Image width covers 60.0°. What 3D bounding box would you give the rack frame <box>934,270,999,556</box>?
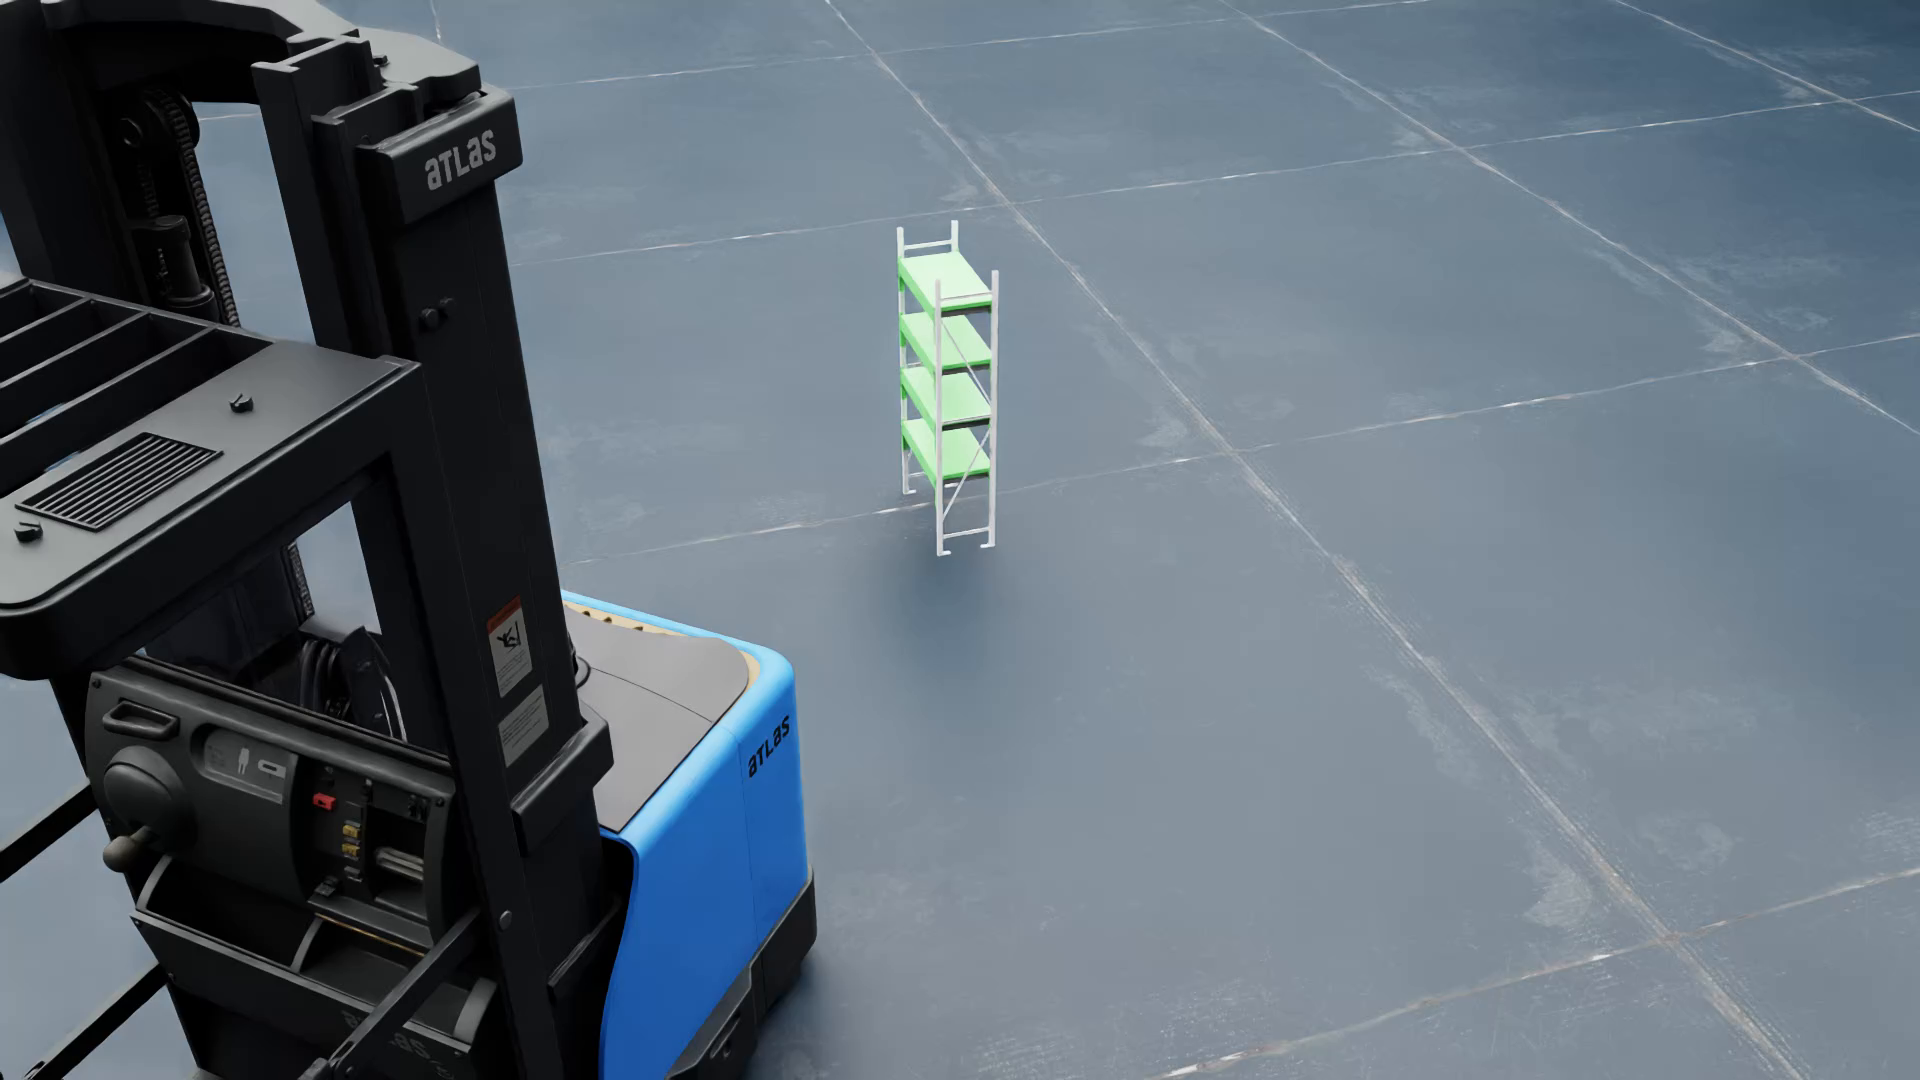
[{"bbox_3d":[0.024,-0.459,6.357,0.240,1.200,0.015,-10,35,-15],"label":"rack frame"}]

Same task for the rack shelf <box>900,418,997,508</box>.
[{"bbox_3d":[-0.050,-0.334,6.718,0.258,0.148,0.480,-10,35,-15],"label":"rack shelf"}]

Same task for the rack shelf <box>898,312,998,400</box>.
[{"bbox_3d":[-0.050,-0.734,6.454,0.258,0.148,0.480,-10,35,-15],"label":"rack shelf"}]

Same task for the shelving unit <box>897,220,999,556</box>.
[{"bbox_3d":[-0.050,-0.587,6.551,0.258,1.200,0.503,-10,35,-15],"label":"shelving unit"}]

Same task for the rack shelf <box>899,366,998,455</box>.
[{"bbox_3d":[-0.050,-0.534,6.586,0.258,0.148,0.480,-10,35,-15],"label":"rack shelf"}]

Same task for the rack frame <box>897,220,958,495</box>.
[{"bbox_3d":[-0.125,-0.716,6.745,0.240,1.200,0.015,-10,35,-15],"label":"rack frame"}]

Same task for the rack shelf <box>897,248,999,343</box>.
[{"bbox_3d":[-0.050,-0.935,6.321,0.258,0.148,0.480,-10,35,-15],"label":"rack shelf"}]

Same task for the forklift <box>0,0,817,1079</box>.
[{"bbox_3d":[-1.482,0.604,3.177,1.130,2.935,3.031,14,36,20],"label":"forklift"}]
